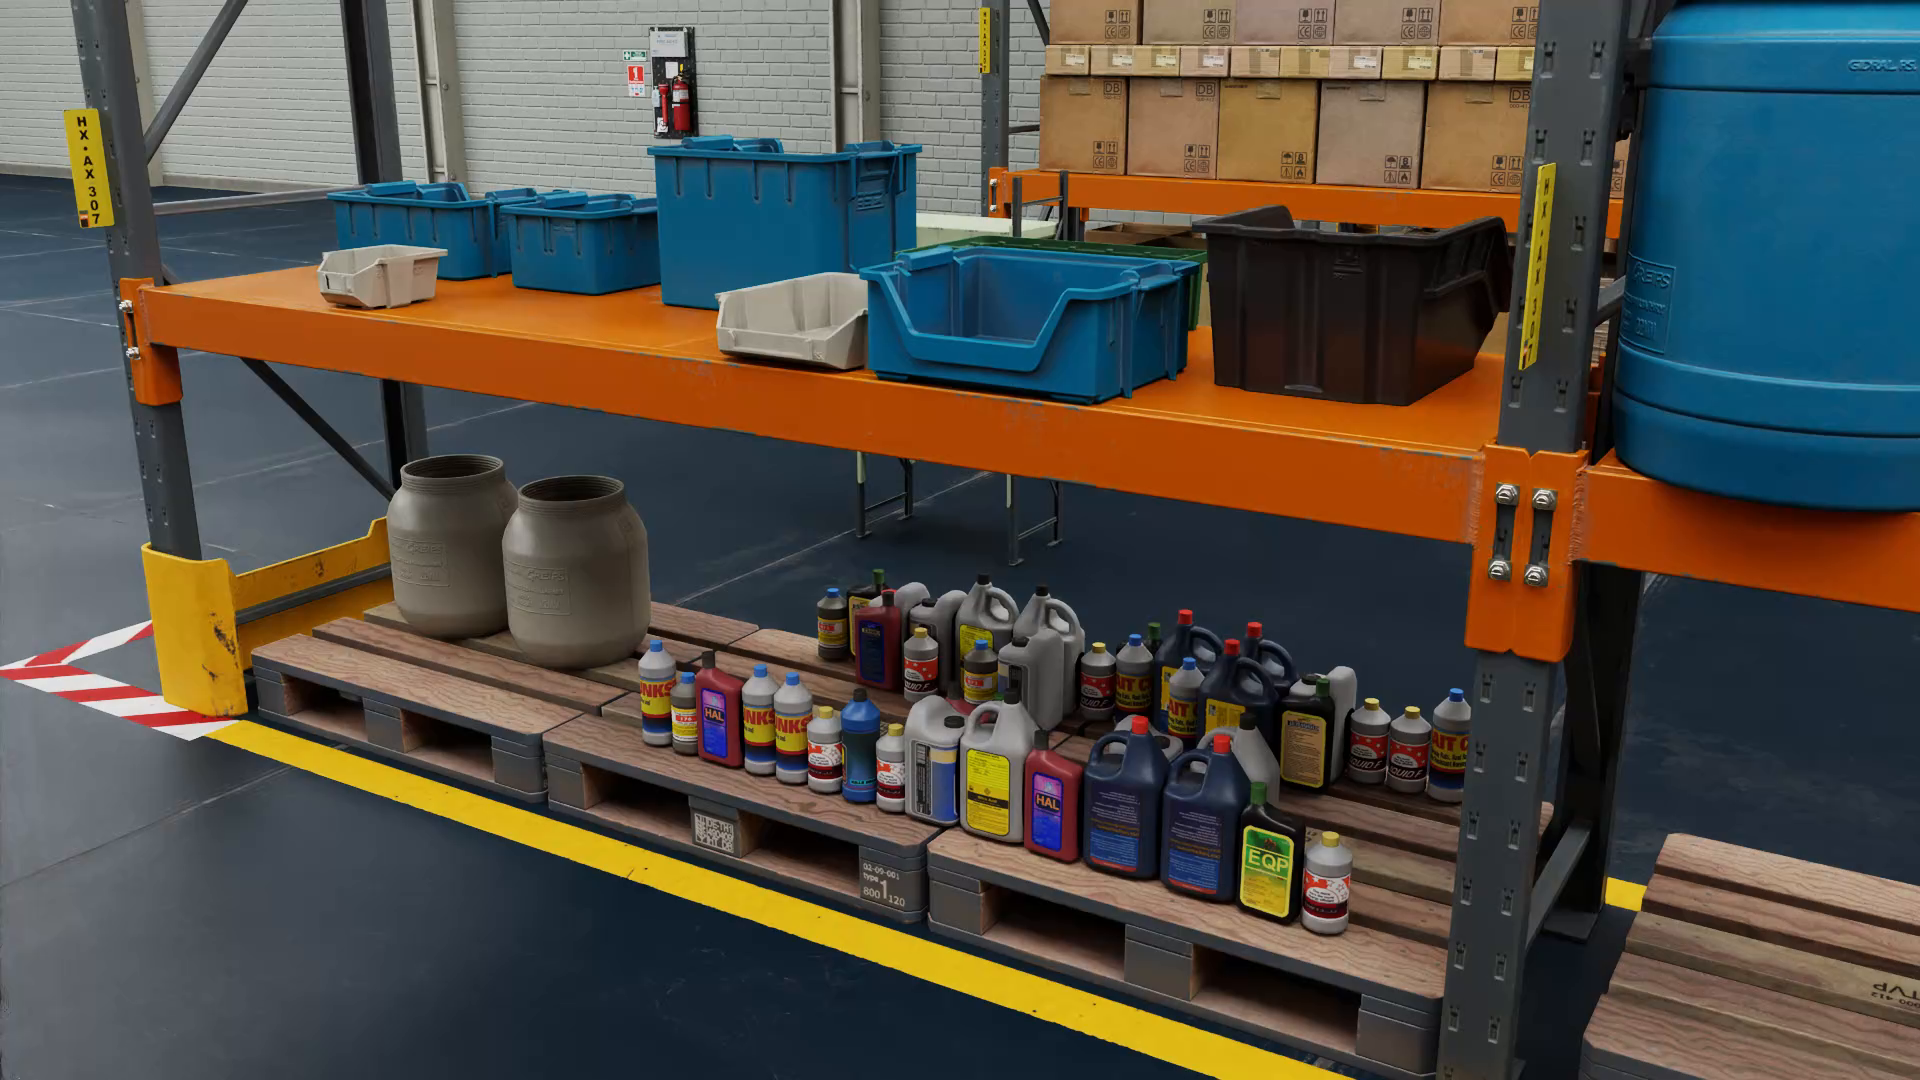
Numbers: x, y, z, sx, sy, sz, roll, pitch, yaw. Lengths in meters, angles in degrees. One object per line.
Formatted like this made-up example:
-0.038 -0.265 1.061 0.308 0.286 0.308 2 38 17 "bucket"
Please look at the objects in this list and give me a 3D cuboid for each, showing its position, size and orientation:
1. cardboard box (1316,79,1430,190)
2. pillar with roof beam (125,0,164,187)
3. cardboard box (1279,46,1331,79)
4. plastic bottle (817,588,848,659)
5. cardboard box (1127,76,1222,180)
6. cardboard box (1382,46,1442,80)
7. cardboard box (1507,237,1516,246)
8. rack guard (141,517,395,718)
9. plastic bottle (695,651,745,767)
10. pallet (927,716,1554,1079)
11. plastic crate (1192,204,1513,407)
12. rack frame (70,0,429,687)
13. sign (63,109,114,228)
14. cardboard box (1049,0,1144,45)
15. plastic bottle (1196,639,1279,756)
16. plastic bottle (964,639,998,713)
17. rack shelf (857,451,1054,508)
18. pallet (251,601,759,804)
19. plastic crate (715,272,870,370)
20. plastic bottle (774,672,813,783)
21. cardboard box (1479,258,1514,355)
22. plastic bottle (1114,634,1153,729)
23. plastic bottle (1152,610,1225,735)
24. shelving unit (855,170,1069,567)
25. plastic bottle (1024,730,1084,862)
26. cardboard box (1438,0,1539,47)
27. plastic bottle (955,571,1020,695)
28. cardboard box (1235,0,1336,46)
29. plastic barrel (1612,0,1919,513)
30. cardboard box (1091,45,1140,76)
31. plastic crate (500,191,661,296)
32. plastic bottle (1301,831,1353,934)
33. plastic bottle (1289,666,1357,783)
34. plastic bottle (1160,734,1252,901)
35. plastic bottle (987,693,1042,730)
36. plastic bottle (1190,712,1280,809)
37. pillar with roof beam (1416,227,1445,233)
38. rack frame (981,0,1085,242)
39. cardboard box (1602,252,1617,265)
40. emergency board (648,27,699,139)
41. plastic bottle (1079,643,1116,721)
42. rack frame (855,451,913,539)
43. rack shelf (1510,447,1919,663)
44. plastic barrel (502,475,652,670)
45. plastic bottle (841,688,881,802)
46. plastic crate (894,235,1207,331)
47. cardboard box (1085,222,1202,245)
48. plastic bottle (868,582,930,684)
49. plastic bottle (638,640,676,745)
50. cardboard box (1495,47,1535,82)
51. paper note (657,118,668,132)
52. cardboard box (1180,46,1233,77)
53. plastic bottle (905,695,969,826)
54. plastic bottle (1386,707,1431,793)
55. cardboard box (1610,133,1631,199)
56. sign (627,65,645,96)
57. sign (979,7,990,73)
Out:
2.135 -2.019 8.195 0.500 0.500 0.700 11 20 32 "cardboard box"
-13.529 -8.158 18.254 0.400 9.000 9.100 10 20 30 "pillar with roof beam"
1.744 -2.330 8.103 0.250 0.149 0.380 10 19 29 "cardboard box"
-0.378 0.245 4.971 0.097 0.201 0.097 0 17 0 "plastic bottle"
1.264 -2.175 8.709 0.500 0.500 0.700 11 20 31 "cardboard box"
2.179 -2.252 7.844 0.250 0.149 0.380 11 20 32 "cardboard box"
4.041 -2.217 12.889 0.500 0.311 0.500 12 21 35 "cardboard box"
-2.083 0.142 5.554 0.348 0.500 1.175 10 20 30 "rack guard"
-0.607 0.427 4.231 0.133 0.283 0.061 10 20 31 "plastic bottle"
0.686 0.776 3.963 1.213 0.211 1.003 10 20 30 "pallet"
0.857 -0.527 3.562 0.504 0.338 0.767 10 20 30 "plastic crate"
-2.172 -1.054 5.190 0.127 3.000 1.000 10 20 30 "rack frame"
-2.464 -1.051 4.704 0.005 0.325 0.100 10 20 30 "sign"
0.860 -2.867 8.753 0.500 0.500 0.700 10 20 30 "cardboard box"
0.690 0.421 4.133 0.185 0.351 0.144 10 20 30 "plastic bottle"
0.058 0.372 4.553 0.097 0.201 0.097 0 17 0 "plastic bottle"
-0.006 -0.407 6.761 0.720 0.370 0.431 10 20 30 "rack shelf"
-1.393 0.405 5.185 1.213 0.211 1.003 10 20 30 "pallet"
-0.280 -0.504 3.832 0.437 0.136 0.530 10 20 30 "plastic crate"
-0.413 0.461 4.139 0.097 0.271 0.097 0 17 0 "plastic bottle"
2.474 -1.086 8.015 0.500 0.500 0.500 10 20 30 "cardboard box"
0.460 0.382 4.400 0.097 0.271 0.097 0 17 0 "plastic bottle"
0.605 0.357 4.346 0.185 0.351 0.144 9 19 28 "plastic bottle"
-0.006 -0.719 6.667 0.755 1.500 0.431 10 20 30 "shelving unit"
0.213 0.573 3.749 0.133 0.283 0.061 12 20 34 "plastic bottle"
2.593 -2.559 7.741 0.500 0.500 0.700 10 20 30 "cardboard box"
0.084 0.264 4.652 0.185 0.351 0.144 11 20 32 "plastic bottle"
1.741 -2.712 8.243 0.500 0.500 0.700 10 20 30 "cardboard box"
1.407 -0.552 2.674 0.708 0.901 0.600 10 20 30 "plastic barrel"
0.871 -2.486 8.616 0.250 0.149 0.380 10 19 29 "cardboard box"
-1.039 -0.881 4.875 0.408 0.251 0.499 10 20 30 "plastic crate"
0.764 0.705 3.458 0.097 0.201 0.097 0 17 0 "plastic bottle"
0.904 0.448 4.176 0.135 0.276 0.152 11 20 32 "plastic bottle"
0.537 0.585 3.596 0.185 0.351 0.144 10 19 29 "plastic bottle"
0.130 0.509 3.960 0.133 0.283 0.061 10 20 30 "plastic bottle"
0.612 0.549 3.713 0.185 0.351 0.144 10 20 30 "plastic bottle"
1.809 -5.420 9.241 0.400 9.000 9.100 10 20 30 "pillar with roof beam"
0.423 -2.280 9.227 0.127 3.000 1.000 10 20 30 "rack frame"
3.170 -1.138 8.185 0.500 0.500 0.500 10 20 30 "cardboard box"
-3.137 -4.913 17.896 0.643 1.169 0.194 10 20 30 "emergency board"
0.376 0.380 4.528 0.097 0.201 0.097 0 17 0 "plastic bottle"
-0.318 -0.774 6.850 0.023 1.500 0.400 10 20 30 "rack frame"
2.941 0.203 2.290 4.000 0.370 1.077 10 20 30 "rack shelf"
-1.144 0.093 4.973 0.421 0.512 0.421 0 17 0 "plastic barrel"
-0.240 0.492 4.038 0.097 0.271 0.097 0 17 0 "plastic bottle"
0.227 -0.621 4.128 0.662 0.188 0.450 10 20 30 "plastic crate"
1.036 -1.517 9.431 0.500 0.500 0.500 10 20 30 "cardboard box"
-0.177 0.255 4.812 0.135 0.276 0.152 10 20 30 "plastic bottle"
-0.790 0.394 4.361 0.097 0.271 0.097 0 17 0 "plastic bottle"
2.622 -2.174 7.588 0.250 0.149 0.380 10 20 30 "cardboard box"
-3.251 -4.536 18.169 0.142 0.148 0.016 10 20 30 "paper note"
1.297 -2.409 8.362 0.250 0.149 0.380 10 19 29 "cardboard box"
-0.038 0.516 3.949 0.135 0.276 0.152 11 20 31 "plastic bottle"
1.108 0.510 4.098 0.097 0.201 0.097 0 17 0 "plastic bottle"
2.998 -1.864 7.686 0.500 0.500 0.700 10 20 29 "cardboard box"
-3.554 -5.040 18.252 0.234 0.329 0.001 10 20 30 "sign"
0.128 -2.596 8.640 0.005 0.325 0.100 10 20 30 "sign"
